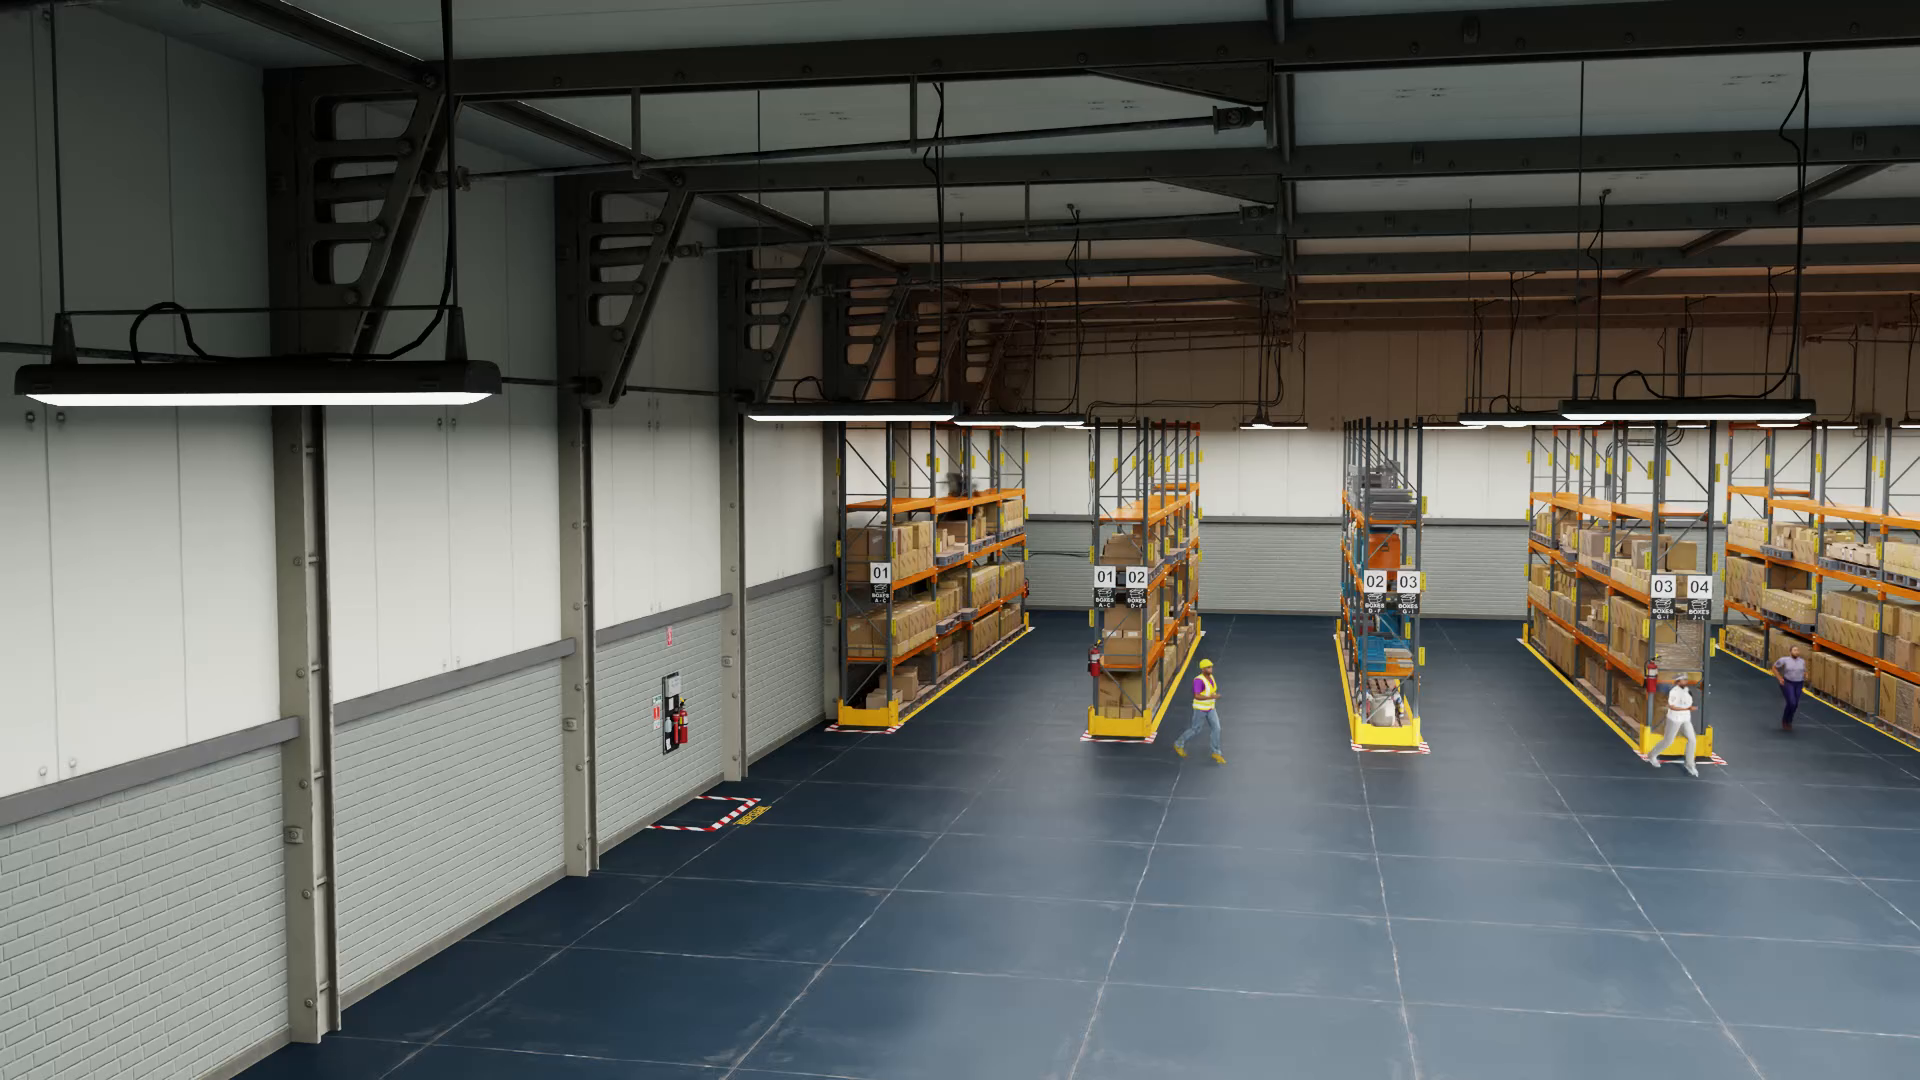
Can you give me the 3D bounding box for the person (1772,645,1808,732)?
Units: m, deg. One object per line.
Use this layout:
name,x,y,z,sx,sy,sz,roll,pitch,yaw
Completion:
person,15.976,2.846,31.918,0.579,1.677,0.703,0,4,-4

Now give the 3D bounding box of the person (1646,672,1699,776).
person,12.068,3.063,28.028,0.589,1.740,0.894,-2,4,-28

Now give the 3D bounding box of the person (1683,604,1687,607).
person,19.853,2.009,45.371,0.777,1.537,0.664,0,4,0

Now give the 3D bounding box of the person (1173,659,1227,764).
person,4.204,2.962,28.927,0.947,1.806,0.712,3,5,41
